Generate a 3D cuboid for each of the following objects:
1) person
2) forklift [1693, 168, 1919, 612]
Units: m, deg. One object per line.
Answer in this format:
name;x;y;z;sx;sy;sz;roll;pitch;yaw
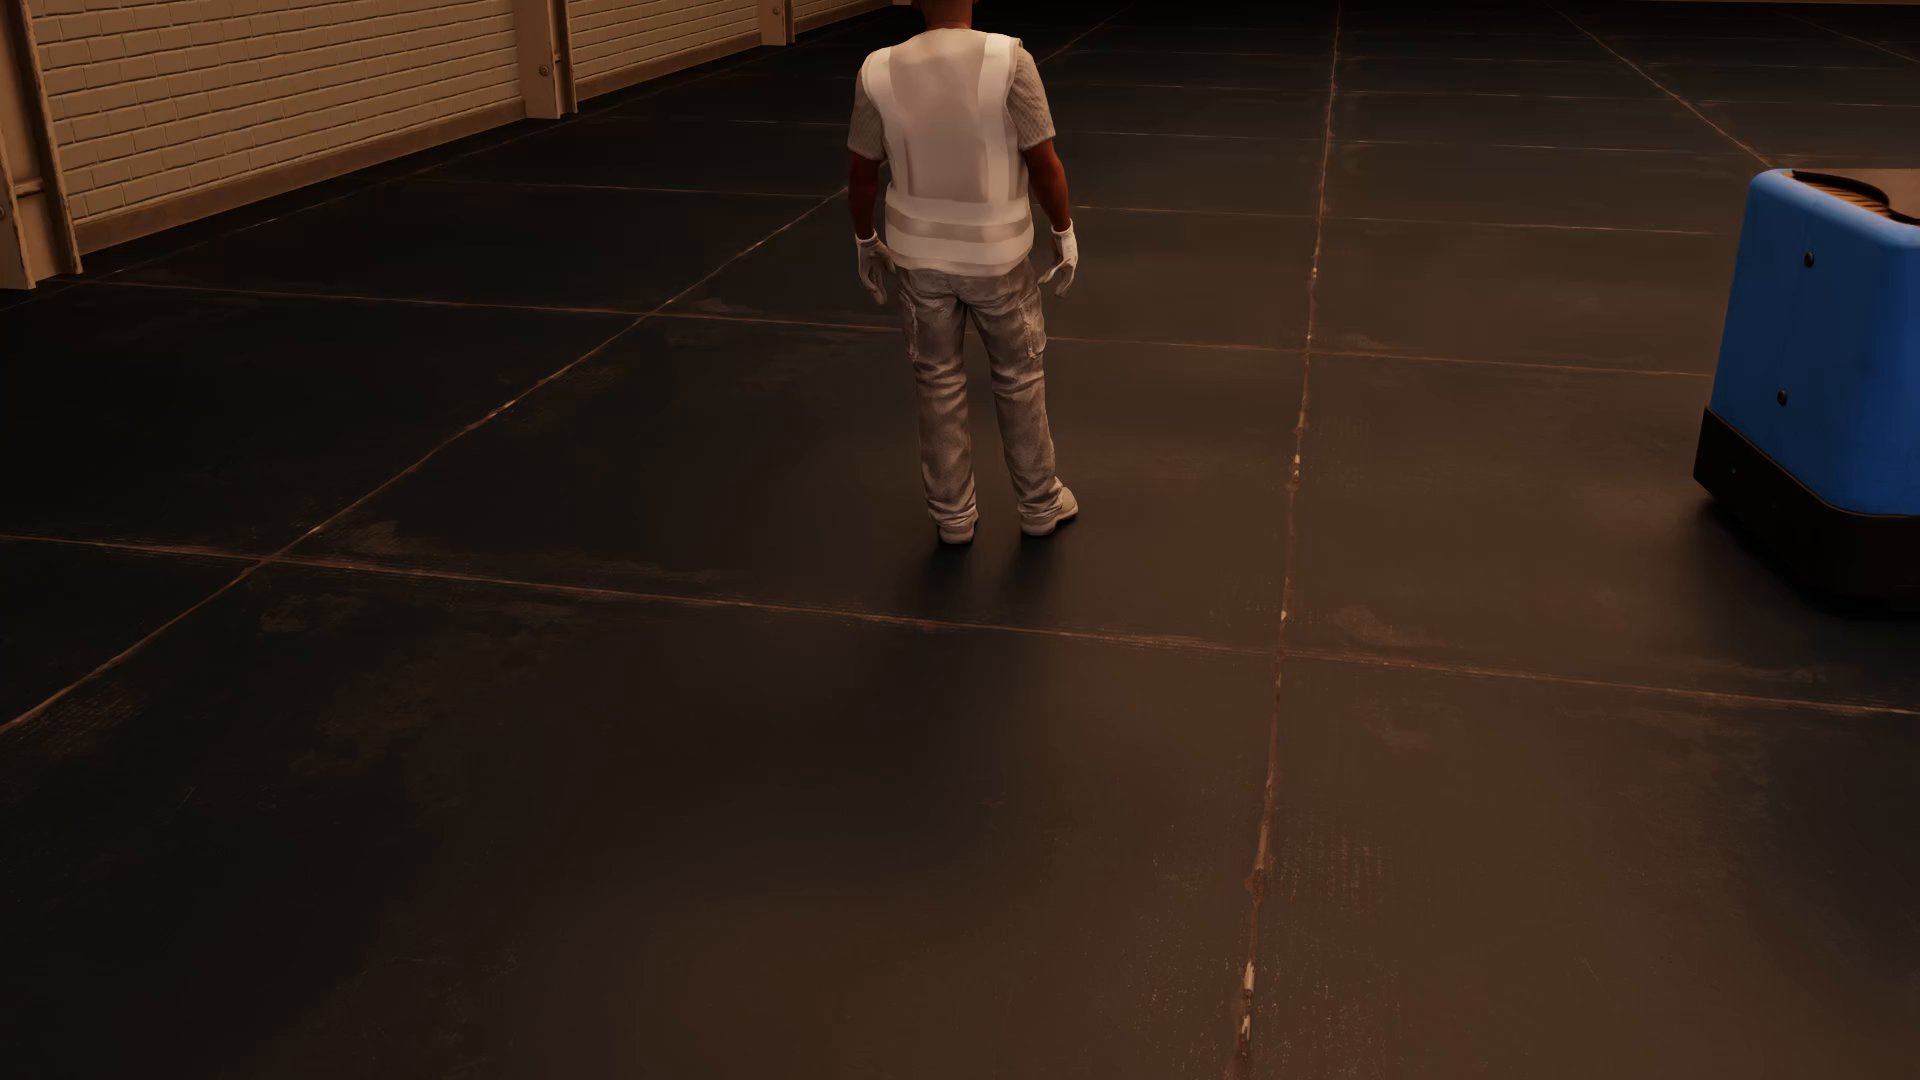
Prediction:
person;0.024;-0.858;4.872;0.656;1.782;0.577;5;23;11
forklift;3.904;-1.309;4.477;3.031;2.935;1.130;1;22;2
